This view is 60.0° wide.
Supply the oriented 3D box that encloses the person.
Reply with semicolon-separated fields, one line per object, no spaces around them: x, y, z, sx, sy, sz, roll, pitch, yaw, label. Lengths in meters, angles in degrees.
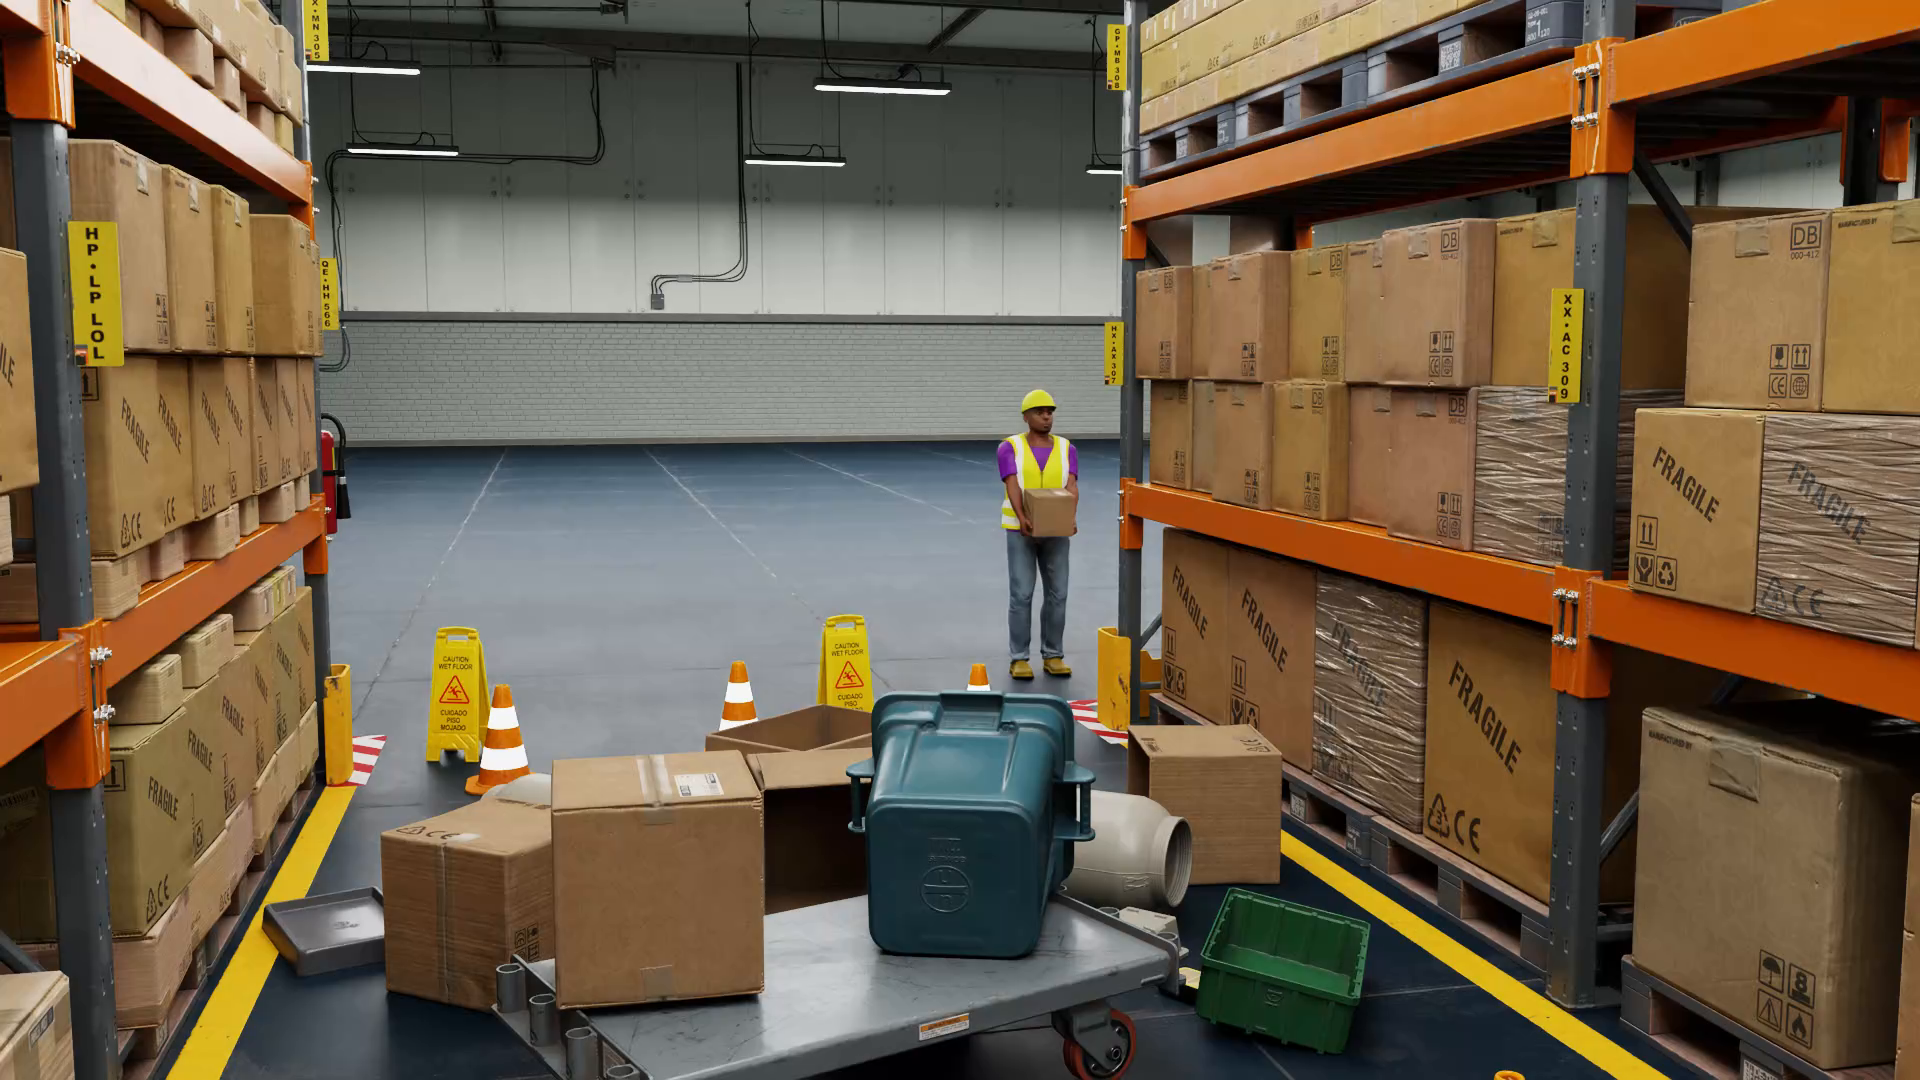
0.509;-0.035;10.206;0.503;1.758;0.585;-1;6;-13;person
